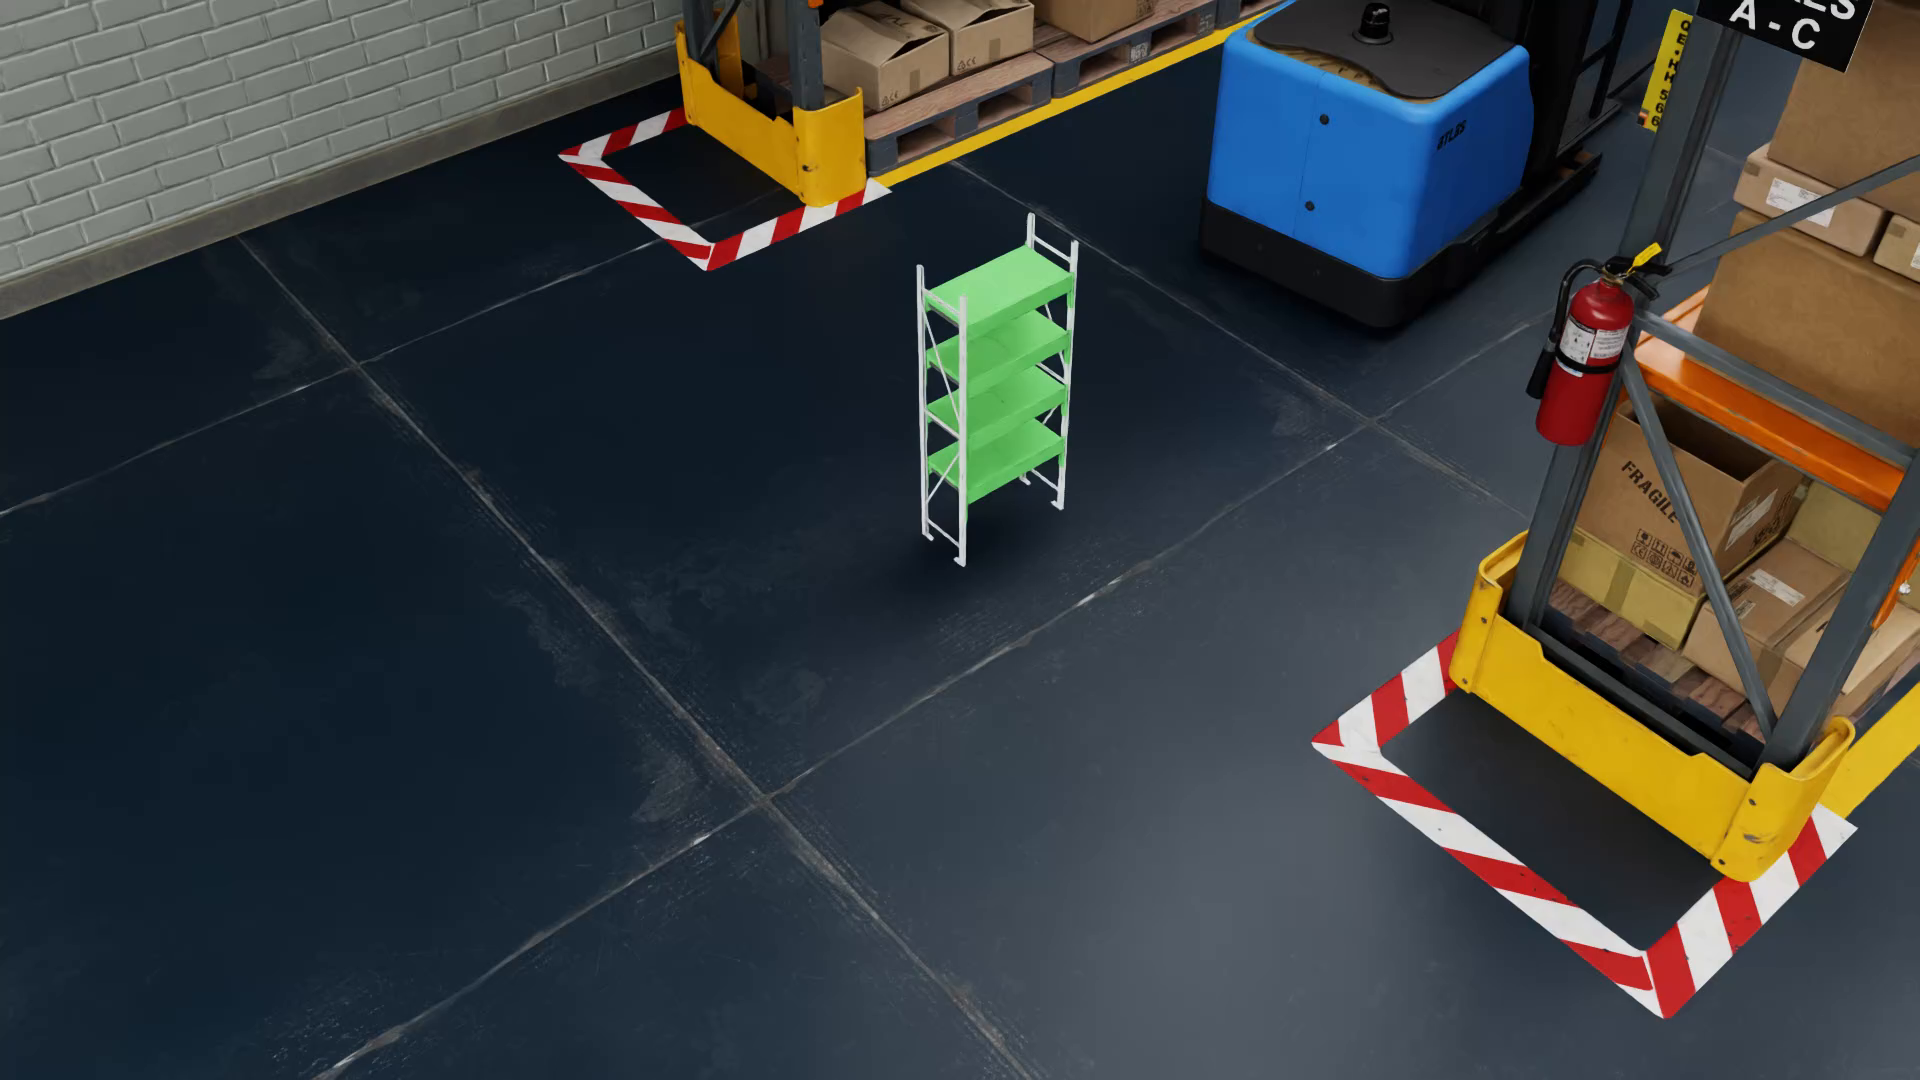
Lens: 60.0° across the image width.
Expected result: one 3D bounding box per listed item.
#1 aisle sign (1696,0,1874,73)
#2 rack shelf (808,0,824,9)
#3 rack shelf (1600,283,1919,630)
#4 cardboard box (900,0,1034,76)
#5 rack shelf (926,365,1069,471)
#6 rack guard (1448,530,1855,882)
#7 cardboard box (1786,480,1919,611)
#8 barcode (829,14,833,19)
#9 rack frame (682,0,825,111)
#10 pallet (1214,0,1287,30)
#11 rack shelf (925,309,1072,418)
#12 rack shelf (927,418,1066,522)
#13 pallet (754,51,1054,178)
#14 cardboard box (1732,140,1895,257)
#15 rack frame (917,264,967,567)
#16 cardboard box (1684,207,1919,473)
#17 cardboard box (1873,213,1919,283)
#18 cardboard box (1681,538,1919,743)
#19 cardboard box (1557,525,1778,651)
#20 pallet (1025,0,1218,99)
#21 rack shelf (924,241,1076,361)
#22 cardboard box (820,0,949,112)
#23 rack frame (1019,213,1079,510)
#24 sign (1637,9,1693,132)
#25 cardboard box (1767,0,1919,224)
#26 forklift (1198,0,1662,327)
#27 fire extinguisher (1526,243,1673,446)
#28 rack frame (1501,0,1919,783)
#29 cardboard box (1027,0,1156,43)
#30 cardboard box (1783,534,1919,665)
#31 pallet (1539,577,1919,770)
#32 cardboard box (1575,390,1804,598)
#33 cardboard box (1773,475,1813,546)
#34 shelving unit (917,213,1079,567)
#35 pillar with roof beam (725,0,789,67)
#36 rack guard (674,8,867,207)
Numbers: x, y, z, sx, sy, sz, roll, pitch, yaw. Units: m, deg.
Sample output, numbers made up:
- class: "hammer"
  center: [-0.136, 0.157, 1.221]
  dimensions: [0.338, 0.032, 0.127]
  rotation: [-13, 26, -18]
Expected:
- class: "aisle sign"
  center: [1.950, -1.486, 3.742]
  dimensions: [0.004, 0.787, 0.394]
  rotation: [-30, 51, -28]
- class: "rack shelf"
  center: [0.542, -3.629, 8.448]
  dimensions: [4.000, 0.370, 1.077]
  rotation: [-30, 51, -28]
- class: "rack shelf"
  center: [3.723, -1.029, 5.680]
  dimensions: [4.000, 0.370, 1.077]
  rotation: [-30, 51, -28]
- class: "cardboard box"
  center: [0.034, -2.700, 8.576]
  dimensions: [0.500, 0.311, 0.500]
  rotation: [-26, 49, -25]
- class: "rack shelf"
  center: [0.127, -0.463, 5.960]
  dimensions: [0.480, 0.148, 0.258]
  rotation: [-30, 51, -28]
- class: "rack guard"
  center: [2.171, 0.509, 5.343]
  dimensions: [0.348, 0.500, 1.175]
  rotation: [-30, 51, -28]
- class: "cardboard box"
  center: [3.126, -0.176, 5.400]
  dimensions: [0.500, 0.500, 0.500]
  rotation: [-30, 51, -28]
- class: "barcode"
  center: [-0.646, -2.671, 8.538]
  dimensions: [0.075, 0.075, 0.001]
  rotation: [-30, 51, -28]
- class: "rack frame"
  center: [-0.992, -3.012, 7.266]
  dimensions: [0.127, 3.000, 1.000]
  rotation: [-30, 51, -28]
- class: "pallet"
  center: [1.584, -3.439, 9.758]
  dimensions: [1.213, 0.211, 1.003]
  rotation: [-30, 51, -28]
- class: "rack shelf"
  center: [0.127, -0.638, 5.796]
  dimensions: [0.480, 0.148, 0.258]
  rotation: [-30, 51, -28]
- class: "rack shelf"
  center: [0.127, -0.289, 6.125]
  dimensions: [0.480, 0.148, 0.258]
  rotation: [-30, 51, -28]
- class: "pallet"
  center: [-0.288, -2.367, 8.617]
  dimensions: [1.213, 0.211, 1.003]
  rotation: [-30, 51, -28]
- class: "cardboard box"
  center: [2.360, -0.953, 4.527]
  dimensions: [0.250, 0.149, 0.380]
  rotation: [-31, 51, -28]
- class: "rack frame"
  center: [-0.060, -0.403, 5.803]
  dimensions: [0.015, 1.200, 0.240]
  rotation: [-30, 51, -28]
- class: "cardboard box"
  center: [2.555, -0.647, 4.675]
  dimensions: [0.500, 0.500, 0.700]
  rotation: [-30, 51, -28]
- class: "cardboard box"
  center: [2.628, -0.745, 4.305]
  dimensions: [0.250, 0.149, 0.380]
  rotation: [-30, 51, -28]
- class: "cardboard box"
  center: [2.743, 0.318, 5.422]
  dimensions: [0.500, 0.250, 0.500]
  rotation: [-30, 51, -28]
- class: "cardboard box"
  center: [2.411, 0.046, 5.712]
  dimensions: [0.500, 0.250, 0.500]
  rotation: [-30, 51, -28]
- class: "pallet"
  center: [0.647, -2.900, 9.184]
  dimensions: [1.213, 0.211, 1.003]
  rotation: [-30, 51, -28]
- class: "rack shelf"
  center: [0.127, -0.813, 5.632]
  dimensions: [0.480, 0.148, 0.258]
  rotation: [-30, 51, -28]
- class: "cardboard box"
  center: [-0.404, -2.449, 8.309]
  dimensions: [0.500, 0.311, 0.500]
  rotation: [33, 52, 30]
- class: "rack frame"
  center: [0.314, -0.617, 6.031]
  dimensions: [0.015, 1.200, 0.240]
  rotation: [-30, 51, -28]
- class: "sign"
  center: [1.852, -1.212, 4.331]
  dimensions: [0.005, 0.325, 0.100]
  rotation: [-30, 51, -28]
- class: "cardboard box"
  center: [2.596, -1.144, 4.256]
  dimensions: [0.500, 0.500, 0.700]
  rotation: [-30, 51, -28]
- class: "forklift"
  center: [2.453, -2.901, 7.198]
  dimensions: [1.130, 2.935, 3.031]
  rotation: [32, 52, 29]
- class: "fire extinguisher"
  center: [1.800, -0.576, 4.729]
  dimensions: [0.183, 0.674, 0.296]
  rotation: [-30, 51, -28]
- class: "rack frame"
  center: [2.189, -0.413, 4.498]
  dimensions: [0.127, 3.000, 1.000]
  rotation: [-30, 51, -28]
- class: "cardboard box"
  center: [0.629, -3.064, 8.826]
  dimensions: [0.500, 0.500, 0.700]
  rotation: [-33, 52, -30]
- class: "cardboard box"
  center: [3.124, 0.096, 5.658]
  dimensions: [0.500, 0.250, 0.500]
  rotation: [-30, 51, -28]
- class: "pallet"
  center: [2.749, 0.246, 5.834]
  dimensions: [1.213, 0.211, 1.003]
  rotation: [-30, 51, -28]
- class: "cardboard box"
  center: [2.410, -0.229, 5.456]
  dimensions: [0.500, 0.500, 0.500]
  rotation: [-30, 51, -28]
- class: "cardboard box"
  center: [2.787, -0.180, 5.952]
  dimensions: [0.500, 0.250, 0.500]
  rotation: [-30, 51, -28]
- class: "shelving unit"
  center: [0.127, -0.510, 5.917]
  dimensions: [0.503, 1.200, 0.258]
  rotation: [-30, 51, -28]
- class: "pillar with roof beam"
  center: [1.752, -3.700, 3.617]
  dimensions: [0.400, 9.000, 9.100]
  rotation: [-30, 51, -28]
- class: "rack guard"
  center: [-0.934, -2.134, 8.158]
  dimensions: [0.348, 0.500, 1.175]
  rotation: [-30, 51, -28]
